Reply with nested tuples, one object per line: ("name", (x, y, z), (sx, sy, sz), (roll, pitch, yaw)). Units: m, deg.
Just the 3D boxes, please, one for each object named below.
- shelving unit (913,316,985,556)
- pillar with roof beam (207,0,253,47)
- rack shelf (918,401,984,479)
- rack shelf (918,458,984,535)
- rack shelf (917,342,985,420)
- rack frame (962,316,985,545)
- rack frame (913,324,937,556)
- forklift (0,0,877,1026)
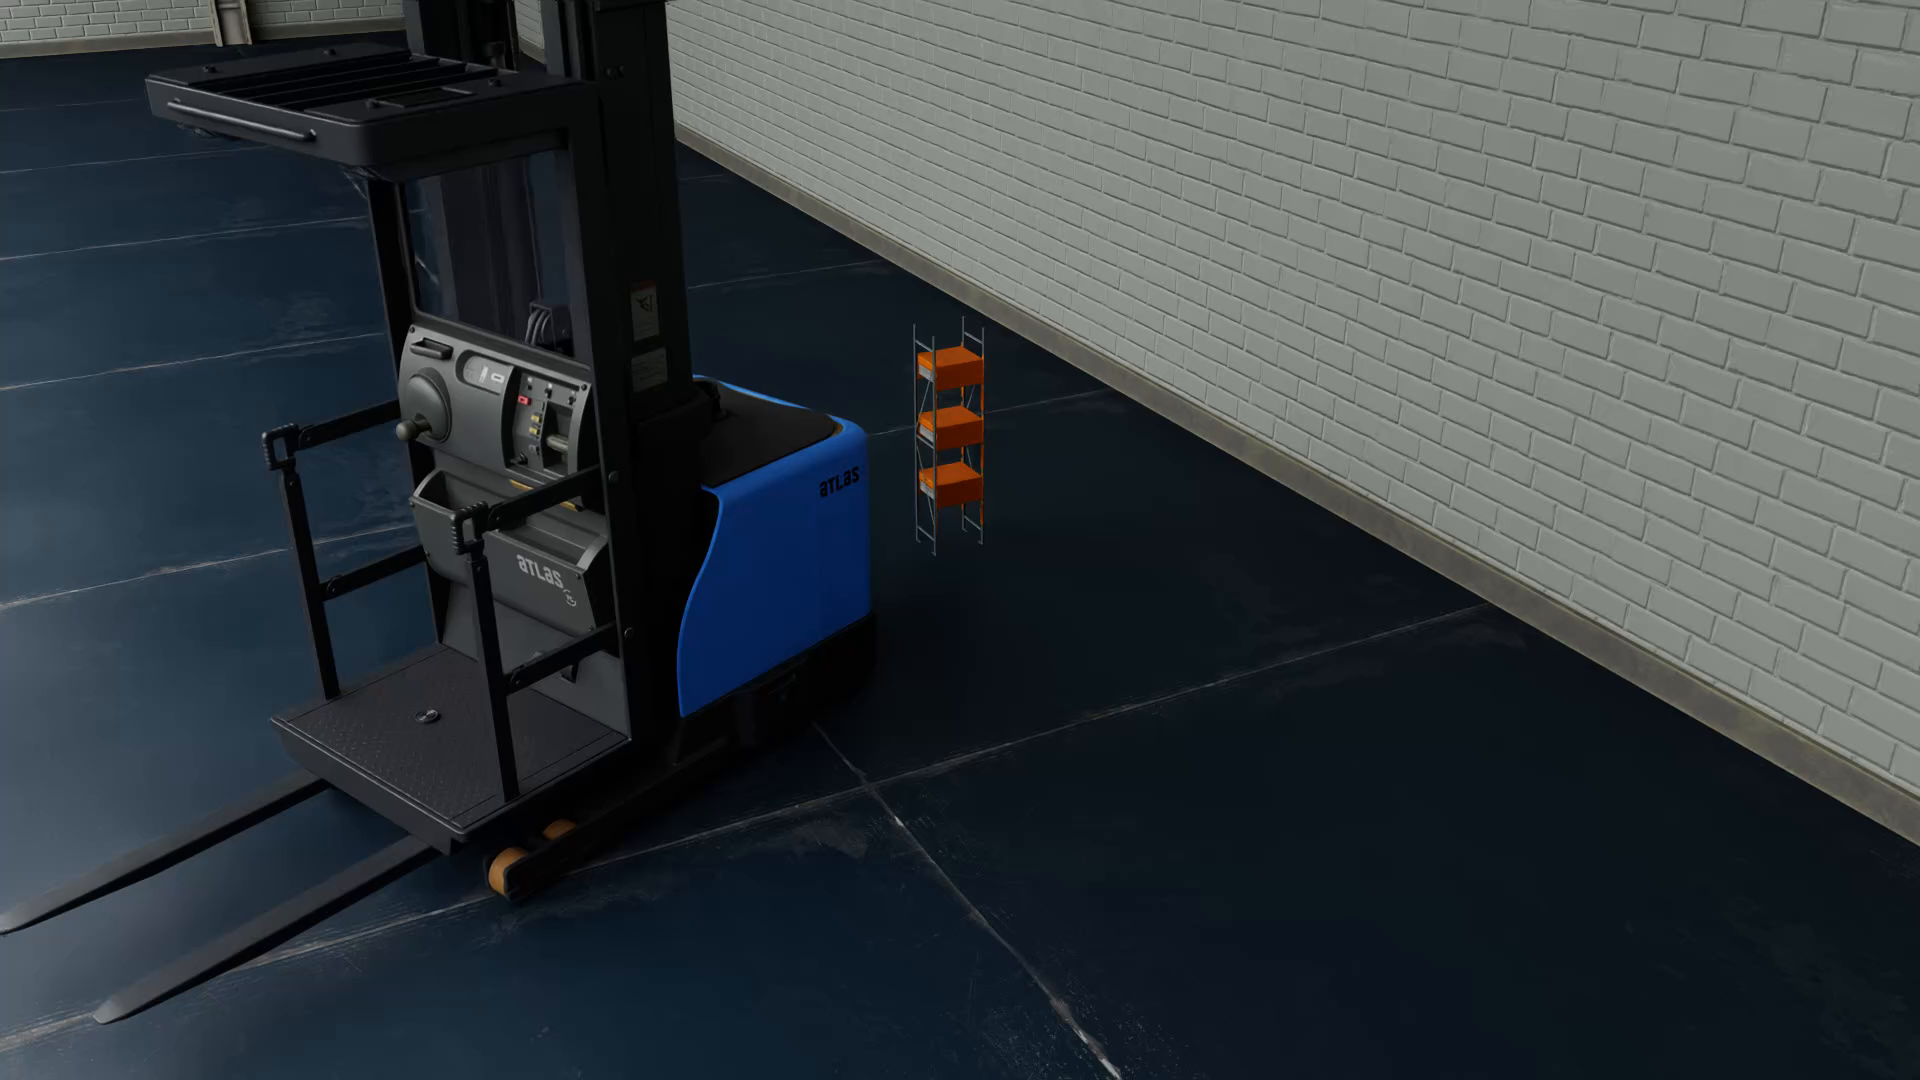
("shelving unit", (-0.047, -0.462, 7.500), (0.252, 1.050, 0.215), (-13, 29, -25))
("pillar with roof beam", (-6.922, -8.532, 15.124), (0.400, 9.000, 9.100), (-13, 29, -25))
("rack shelf", (-0.047, -0.453, 7.505), (0.240, 0.259, 0.215), (-13, 29, -25))
("rack shelf", (-0.047, -0.202, 7.625), (0.240, 0.259, 0.215), (-13, 29, -25))
("rack shelf", (-0.047, -0.709, 7.382), (0.240, 0.259, 0.215), (-13, 29, -25))
("rack frame", (0.060, -0.487, 7.552), (0.008, 1.050, 0.200), (-13, 29, -25))
("rack frame", (-0.155, -0.438, 7.448), (0.008, 1.050, 0.200), (-13, 29, -25))
("forklift", (-1.640, -0.410, 5.217), (1.130, 2.935, 3.031), (19, 32, 34))
